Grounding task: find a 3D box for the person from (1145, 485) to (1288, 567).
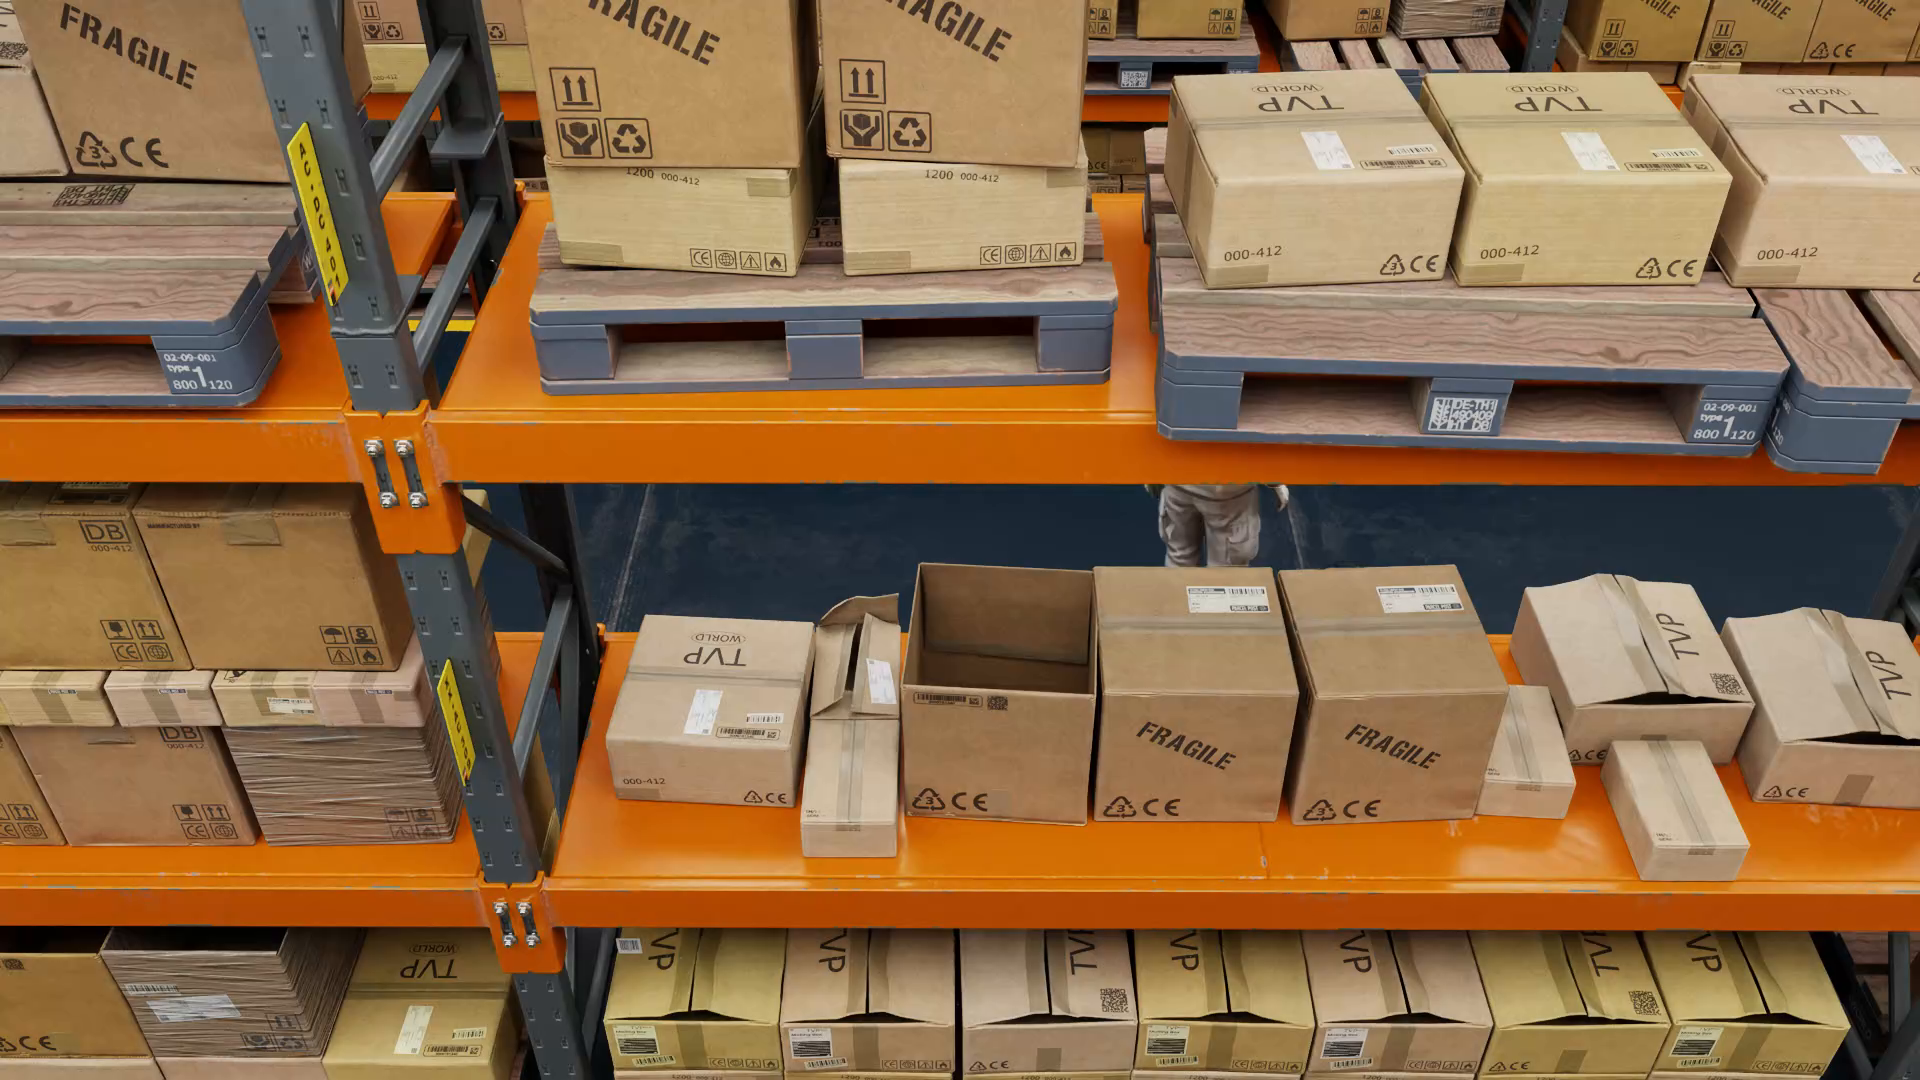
[{"bbox_3d":[0.996,-0.214,6.369,0.660,1.787,0.418,25,46,28],"label":"person"}]
